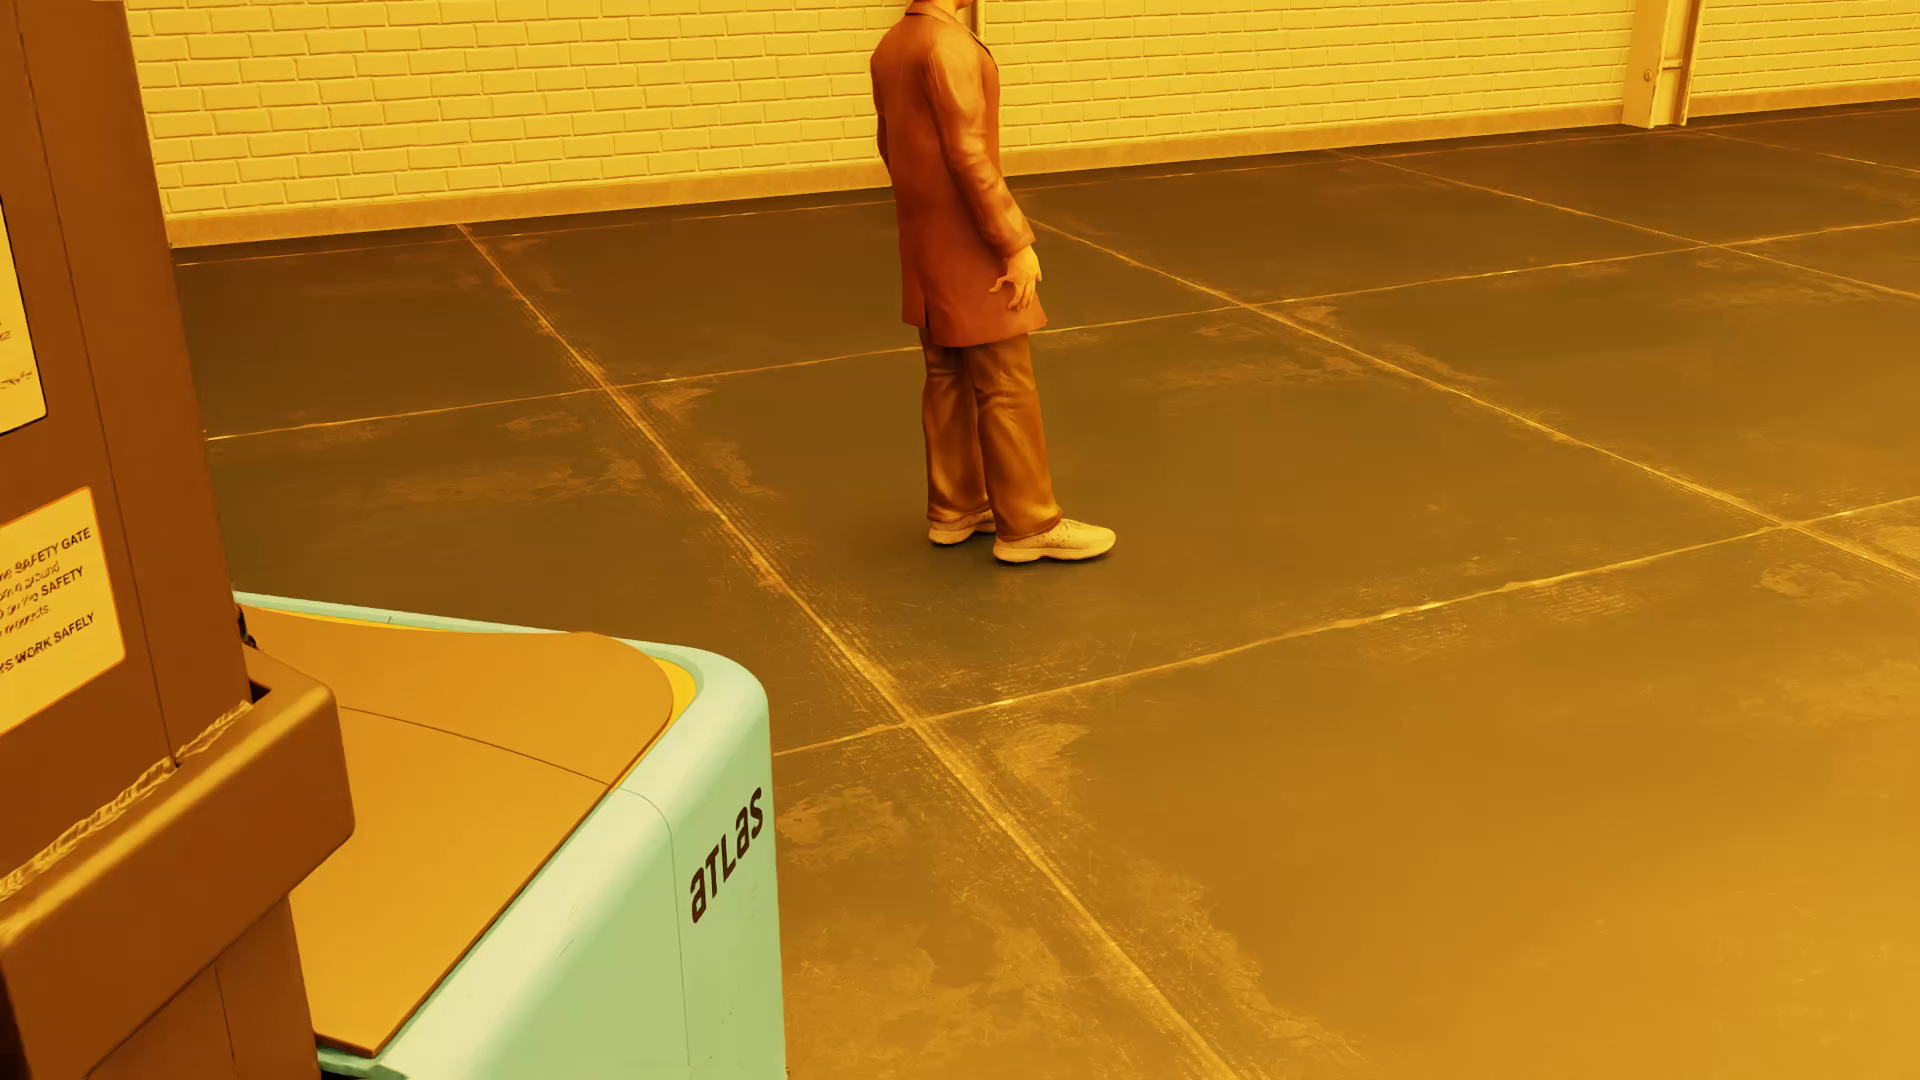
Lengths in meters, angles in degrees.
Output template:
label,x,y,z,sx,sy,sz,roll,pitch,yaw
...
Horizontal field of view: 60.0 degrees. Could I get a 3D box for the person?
label,x,y,z,sx,sy,sz,roll,pitch,yaw
person,0.085,-0.841,4.796,0.578,1.778,0.698,-10,25,-23
